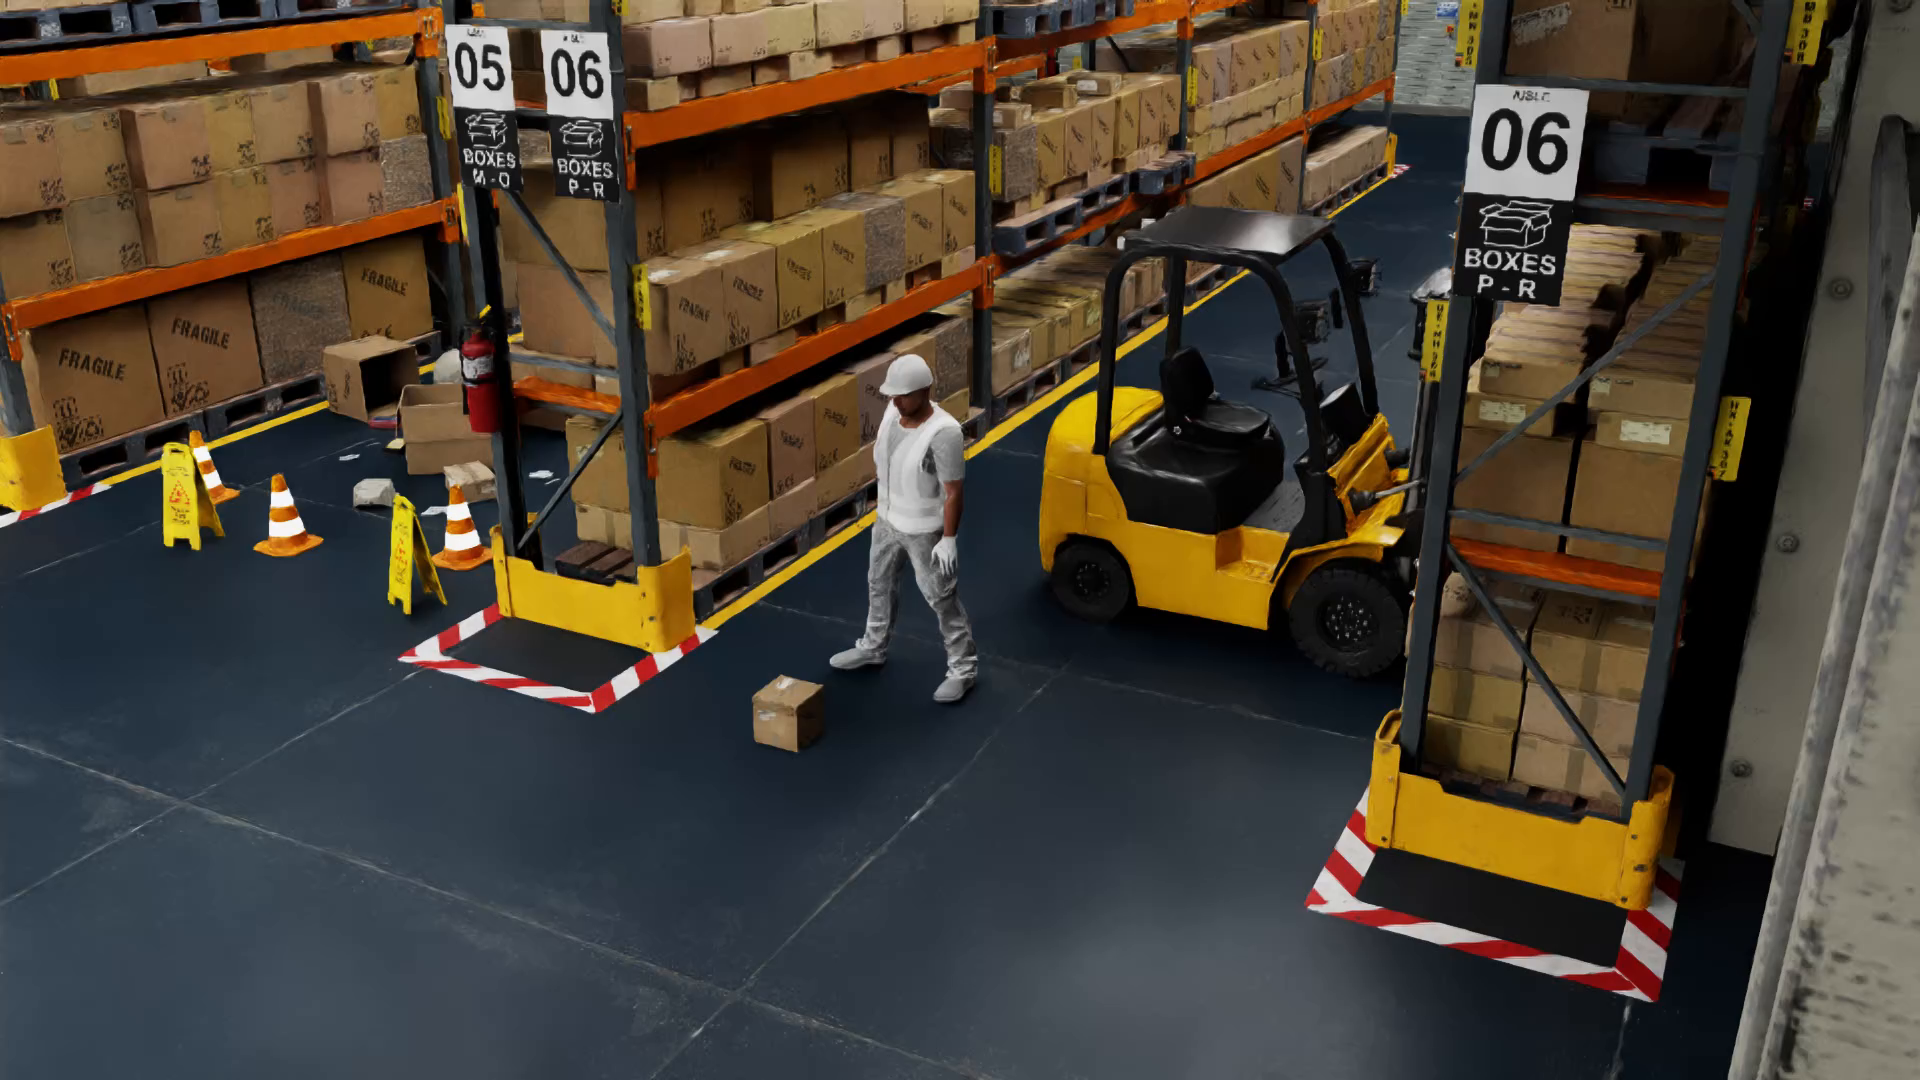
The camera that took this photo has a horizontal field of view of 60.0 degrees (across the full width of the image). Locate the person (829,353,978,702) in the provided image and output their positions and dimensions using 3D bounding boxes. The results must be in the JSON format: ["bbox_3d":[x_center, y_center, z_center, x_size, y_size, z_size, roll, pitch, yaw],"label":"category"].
[{"bbox_3d":[-0.277,-0.093,8.254,0.534,1.768,0.745,-15,27,-32],"label":"person"}]
